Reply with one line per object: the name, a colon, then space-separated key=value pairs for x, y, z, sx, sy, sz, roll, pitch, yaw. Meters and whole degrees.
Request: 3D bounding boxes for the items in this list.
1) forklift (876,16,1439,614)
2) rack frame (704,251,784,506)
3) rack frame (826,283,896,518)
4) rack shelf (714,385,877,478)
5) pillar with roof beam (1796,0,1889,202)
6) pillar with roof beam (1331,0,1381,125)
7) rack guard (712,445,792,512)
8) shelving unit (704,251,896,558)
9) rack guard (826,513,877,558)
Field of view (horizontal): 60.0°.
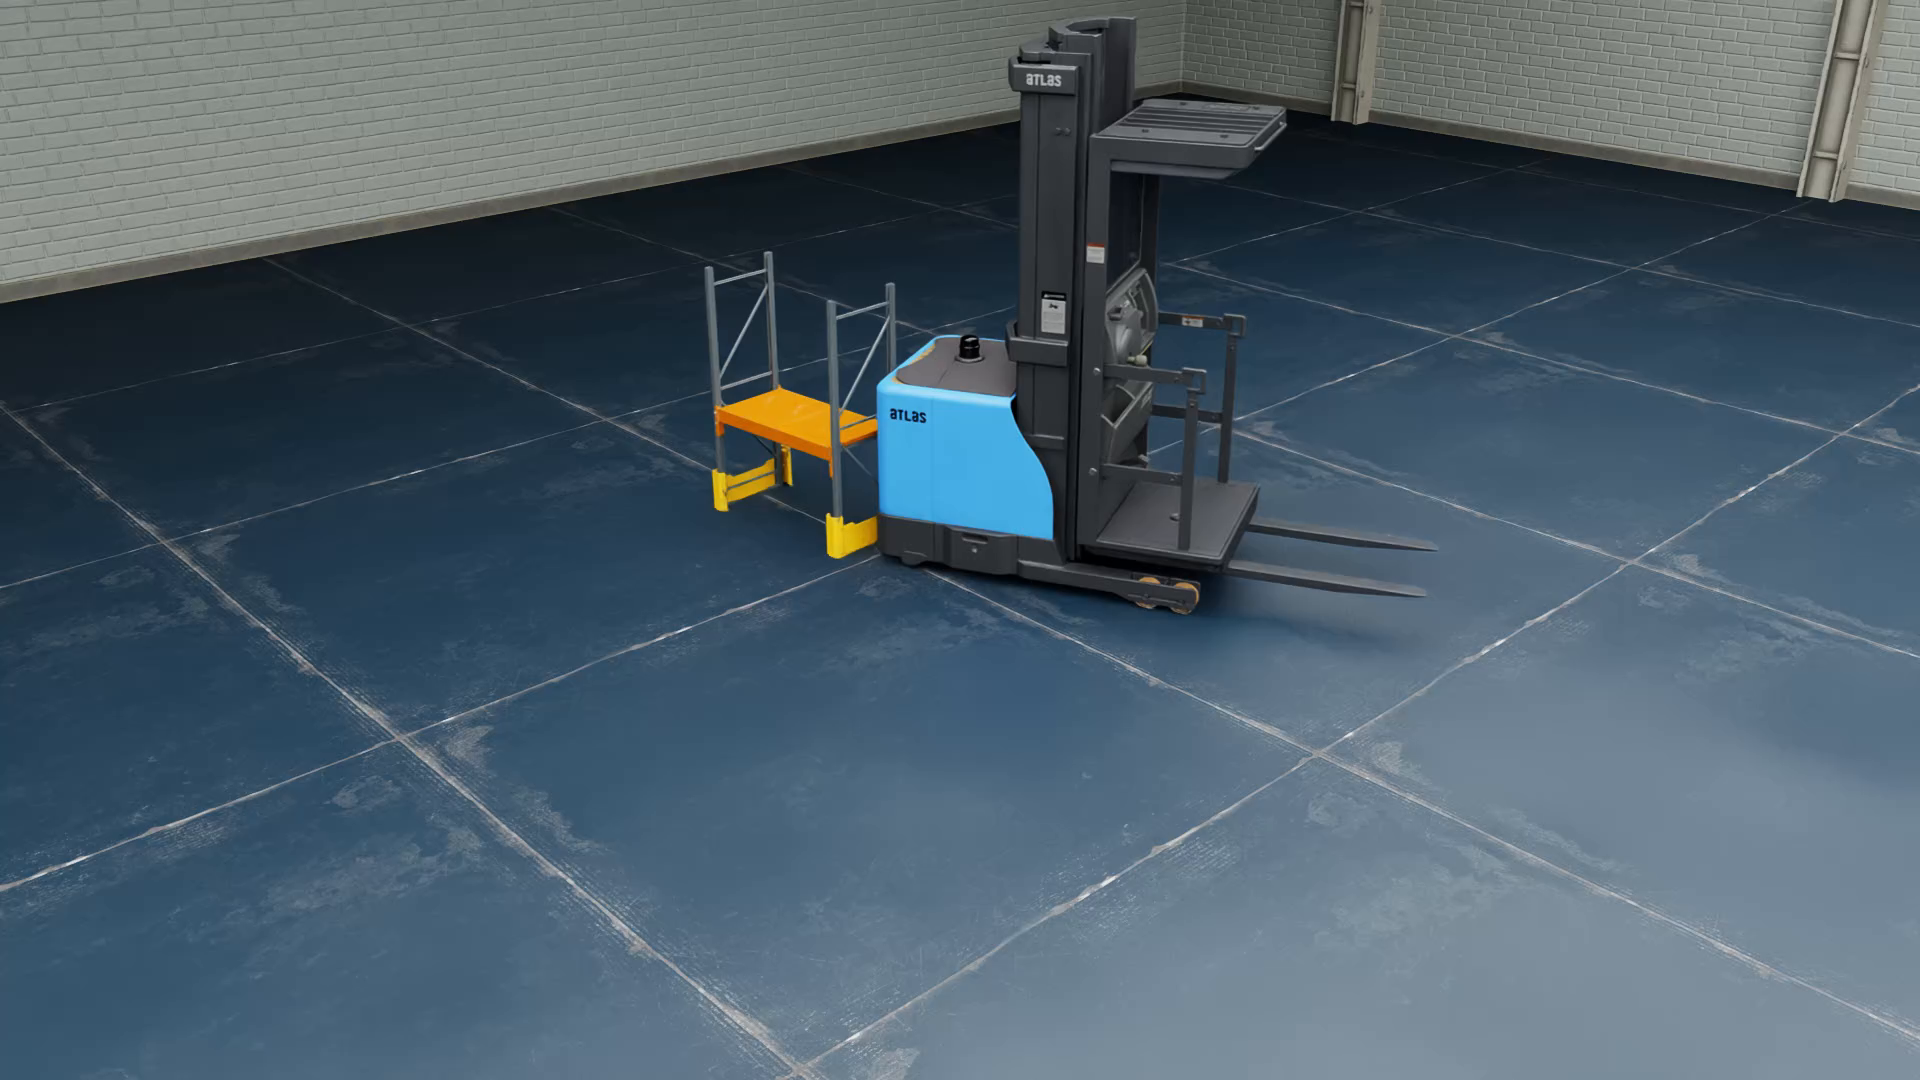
forklift: x=1.101 y=-1.187 z=8.821 sx=3.031 sy=2.935 sz=1.130 roll=9 pitch=26 yaw=18
rack frame: x=-1.296 y=-0.959 z=10.044 sx=0.032 sy=1.500 sz=0.500 roll=21 pitch=32 yaw=38
rack frame: x=-0.542 y=-0.675 z=9.423 sx=0.032 sy=1.500 sz=0.500 roll=21 pitch=32 yaw=38
rack shelf: x=-0.919 y=-0.653 z=9.808 sx=1.000 sy=0.185 sz=0.538 roll=21 pitch=32 yaw=38
pillar with roof beam: x=6.063 y=-6.541 z=13.247 sx=9.100 sy=9.000 sz=0.400 roll=-21 pitch=32 yaw=-38
pillar with roof beam: x=1.962 y=-8.359 z=17.232 sx=9.100 sy=9.000 sz=0.400 roll=-21 pitch=32 yaw=-38
rack guard: x=-1.281 y=-0.385 z=10.292 sx=0.087 sy=0.250 sz=0.587 roll=21 pitch=32 yaw=38
shelving unit: x=-0.912 y=-0.814 z=9.728 sx=1.083 sy=1.500 sz=0.587 roll=21 pitch=32 yaw=38
rack guard: x=-0.543 y=-0.107 z=9.683 sx=0.087 sy=0.250 sz=0.587 roll=21 pitch=32 yaw=38
